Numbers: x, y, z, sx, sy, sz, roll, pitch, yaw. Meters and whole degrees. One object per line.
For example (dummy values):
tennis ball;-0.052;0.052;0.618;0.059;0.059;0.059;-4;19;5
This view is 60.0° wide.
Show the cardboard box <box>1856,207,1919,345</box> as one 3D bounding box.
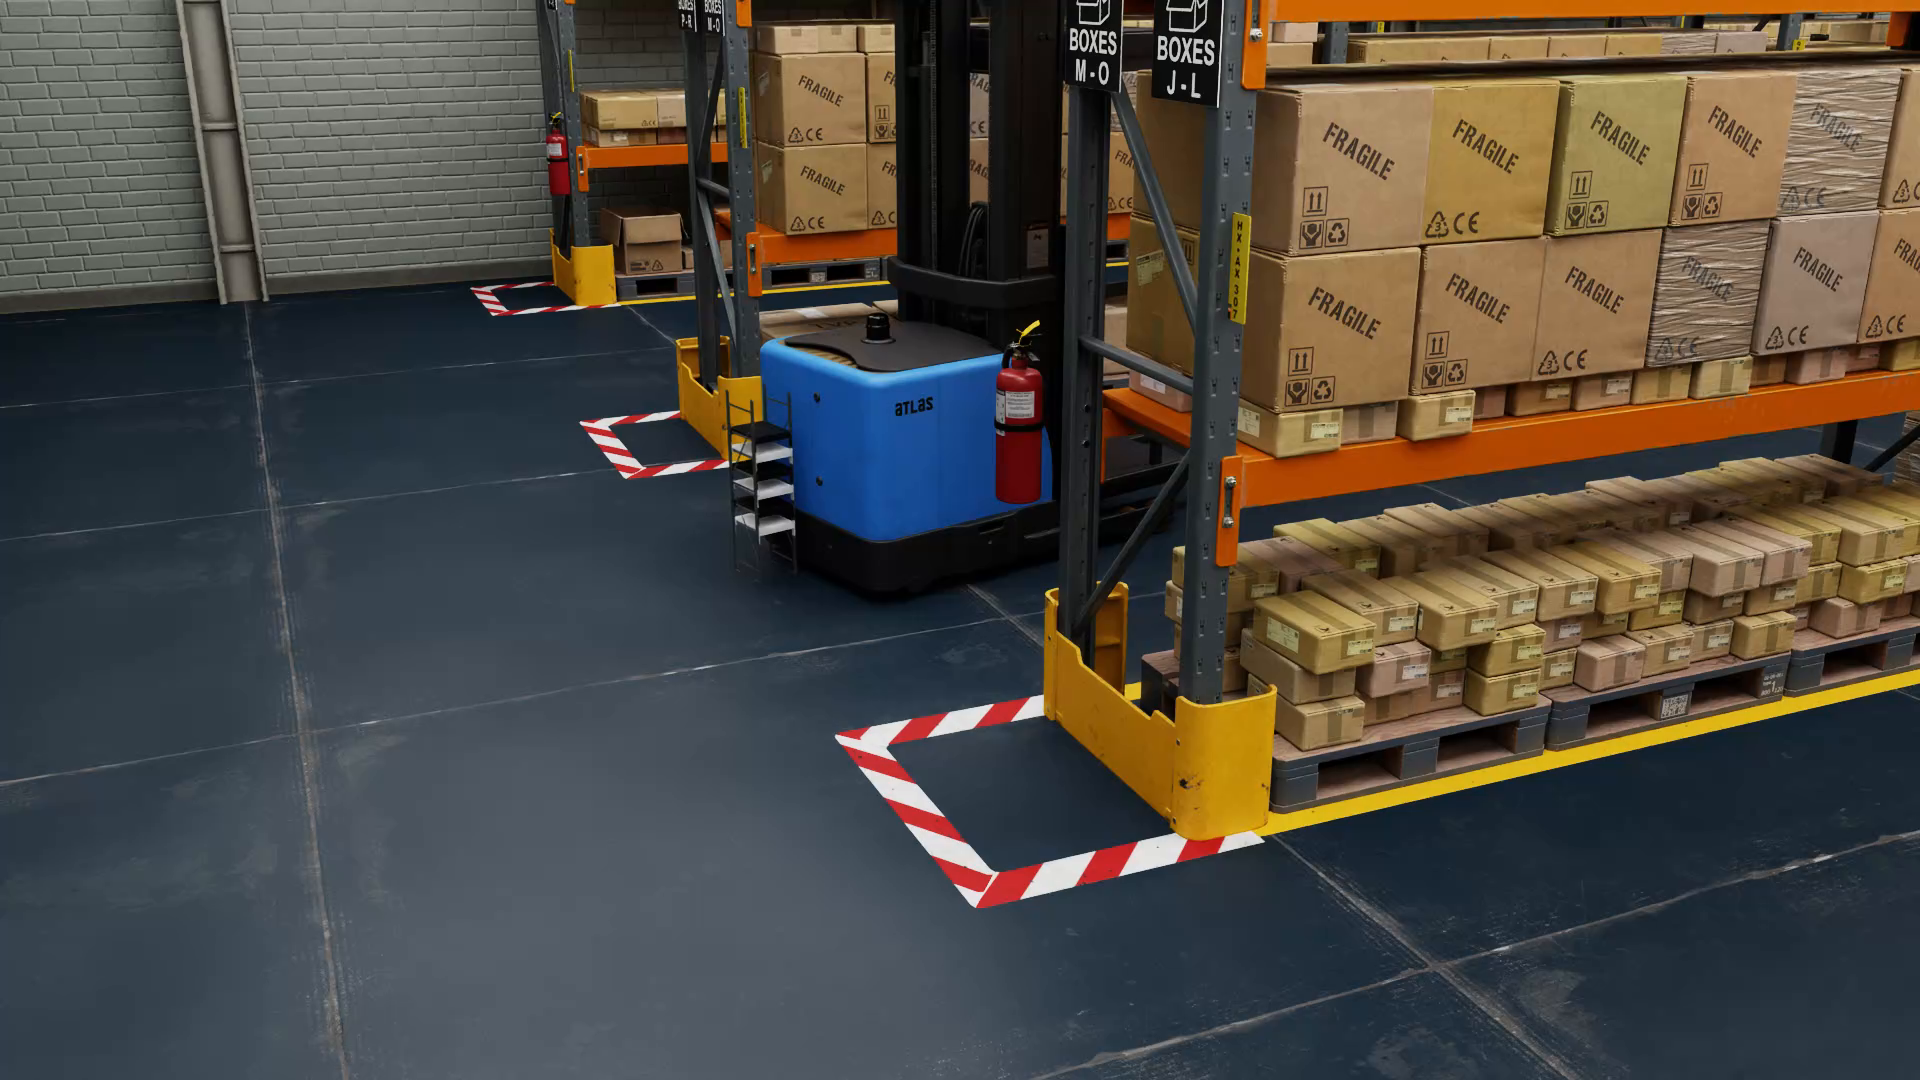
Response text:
cardboard box;3.492;-1.075;6.461;0.500;0.500;0.500;-9;21;-23

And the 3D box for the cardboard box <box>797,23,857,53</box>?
cardboard box;-0.777;-2.919;9.662;0.250;0.149;0.380;-8;21;-21

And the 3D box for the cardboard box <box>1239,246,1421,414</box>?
cardboard box;1.150;-0.742;5.513;0.500;0.500;0.500;-7;21;-19

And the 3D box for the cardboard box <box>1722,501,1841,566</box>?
cardboard box;3.364;-0.022;6.833;0.250;0.149;0.380;-7;21;-20

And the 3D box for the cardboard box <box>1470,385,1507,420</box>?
cardboard box;1.725;-0.545;5.930;0.250;0.149;0.380;-7;21;-19

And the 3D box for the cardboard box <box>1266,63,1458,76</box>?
cardboard box;1.416;-1.441;5.994;0.500;0.500;0.500;-9;21;-24

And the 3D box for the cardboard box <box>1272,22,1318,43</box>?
cardboard box;2.091;-3.289;10.714;0.250;0.149;0.380;-9;21;-23

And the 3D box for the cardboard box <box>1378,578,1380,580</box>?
cardboard box;1.764;0.198;6.656;0.250;0.149;0.380;-8;21;-23

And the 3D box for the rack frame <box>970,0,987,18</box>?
rack frame;0.279;-4.115;15.692;0.127;3.000;1.000;-8;21;-22

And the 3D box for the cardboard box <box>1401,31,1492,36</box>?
cardboard box;3.504;-3.387;11.969;0.500;0.500;0.500;-7;21;-20

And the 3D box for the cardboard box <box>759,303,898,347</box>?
cardboard box;-0.858;-1.182;10.589;0.875;0.438;0.875;-9;21;-24

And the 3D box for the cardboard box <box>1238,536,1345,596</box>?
cardboard box;1.268;0.124;6.417;0.250;0.149;0.380;-8;21;-21

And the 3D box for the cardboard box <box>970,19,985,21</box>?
cardboard box;-0.025;-3.193;10.442;0.250;0.149;0.380;-8;21;-21

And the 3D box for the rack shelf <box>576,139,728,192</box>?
rack shelf;-1.558;-3.512;15.065;4.000;0.370;1.077;-8;21;-22

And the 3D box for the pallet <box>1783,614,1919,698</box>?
pallet;3.699;0.309;7.327;1.213;0.211;1.003;-8;21;-22

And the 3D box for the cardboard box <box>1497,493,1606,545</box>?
cardboard box;2.458;-0.060;6.939;0.250;0.149;0.380;-8;21;-22

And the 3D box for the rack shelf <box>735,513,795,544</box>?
rack shelf;-0.945;-0.068;8.002;0.200;0.077;0.258;-15;24;-36

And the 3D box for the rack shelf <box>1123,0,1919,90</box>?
rack shelf;2.465;-1.918;6.019;4.000;0.370;1.077;-8;21;-22

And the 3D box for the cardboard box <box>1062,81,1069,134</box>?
cardboard box;0.528;-2.777;10.236;0.500;0.500;0.500;-8;21;-22

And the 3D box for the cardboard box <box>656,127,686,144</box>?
cardboard box;-2.541;-3.523;14.388;0.250;0.149;0.380;-8;21;-23

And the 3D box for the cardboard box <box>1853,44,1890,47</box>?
cardboard box;7.386;-3.645;13.126;0.500;0.500;0.500;-8;21;-21

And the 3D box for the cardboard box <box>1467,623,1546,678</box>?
cardboard box;1.954;0.358;6.202;0.250;0.149;0.380;-7;21;-20

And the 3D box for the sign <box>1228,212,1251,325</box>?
sign;0.844;-0.822;5.037;0.005;0.325;0.100;-8;21;-22

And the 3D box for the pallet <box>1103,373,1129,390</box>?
pallet;0.397;-1.048;11.182;1.213;0.211;1.003;-8;21;-22

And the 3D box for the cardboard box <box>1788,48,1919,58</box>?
cardboard box;3.791;-1.780;6.956;0.500;0.500;0.500;-8;21;-21

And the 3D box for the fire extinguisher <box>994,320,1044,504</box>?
fire extinguisher;0.215;-0.475;6.031;0.183;0.674;0.296;-8;21;-22

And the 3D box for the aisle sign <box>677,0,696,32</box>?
aisle sign;-1.614;-3.387;9.710;0.004;0.787;0.394;-8;21;-22

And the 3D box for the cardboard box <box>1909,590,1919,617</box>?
cardboard box;4.076;0.197;7.107;0.250;0.149;0.380;-8;21;-21

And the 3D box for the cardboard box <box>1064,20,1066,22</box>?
cardboard box;0.673;-3.103;10.186;0.250;0.149;0.380;-8;21;-22

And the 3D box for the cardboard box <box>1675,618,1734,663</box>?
cardboard box;2.860;0.347;6.681;0.250;0.149;0.380;-8;21;-21

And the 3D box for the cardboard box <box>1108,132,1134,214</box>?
cardboard box;0.997;-2.370;10.586;0.500;0.500;0.500;-8;21;-23

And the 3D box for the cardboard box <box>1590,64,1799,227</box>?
cardboard box;2.560;-1.415;5.919;0.500;0.500;0.500;-9;21;-24

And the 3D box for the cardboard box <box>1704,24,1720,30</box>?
cardboard box;8.232;-5.680;18.561;0.250;0.149;0.380;-8;21;-21

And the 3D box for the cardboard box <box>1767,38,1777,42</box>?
cardboard box;8.984;-5.603;18.792;0.250;0.149;0.380;-8;21;-22

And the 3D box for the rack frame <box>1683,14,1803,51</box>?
rack frame;5.921;-3.128;12.889;0.127;3.000;1.000;-8;21;-22

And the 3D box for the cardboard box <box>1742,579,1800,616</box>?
cardboard box;3.160;0.162;6.758;0.250;0.149;0.380;-8;21;-21

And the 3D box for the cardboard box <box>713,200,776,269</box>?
cardboard box;-1.995;-2.760;14.975;0.500;0.500;0.700;-7;21;-20

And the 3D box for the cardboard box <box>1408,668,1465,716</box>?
cardboard box;1.670;0.502;6.240;0.250;0.149;0.380;-8;21;-21

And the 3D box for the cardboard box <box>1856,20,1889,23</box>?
cardboard box;10.608;-5.991;19.445;0.250;0.149;0.380;-8;21;-21

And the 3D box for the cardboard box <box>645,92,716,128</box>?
cardboard box;-2.408;-3.702;14.298;0.500;0.250;0.500;-8;21;-21

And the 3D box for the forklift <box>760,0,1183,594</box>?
forklift;0.493;-1.510;8.398;3.031;2.935;1.130;-15;24;-35

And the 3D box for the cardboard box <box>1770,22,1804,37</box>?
cardboard box;9.408;-5.844;19.028;0.250;0.149;0.380;-8;21;-22

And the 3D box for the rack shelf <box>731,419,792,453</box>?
rack shelf;-0.945;-0.492;7.853;0.200;0.077;0.258;-15;24;-36

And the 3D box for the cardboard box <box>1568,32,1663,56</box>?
cardboard box;4.623;-3.366;11.908;0.500;0.500;0.500;-8;21;-22

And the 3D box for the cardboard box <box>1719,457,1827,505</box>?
cardboard box;3.627;-0.239;7.449;0.250;0.149;0.380;-7;21;-19

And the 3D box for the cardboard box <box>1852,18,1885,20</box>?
cardboard box;10.904;-6.208;20.062;0.250;0.149;0.380;-9;21;-23

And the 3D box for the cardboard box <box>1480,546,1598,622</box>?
cardboard box;2.185;0.163;6.307;0.250;0.149;0.380;-7;21;-20

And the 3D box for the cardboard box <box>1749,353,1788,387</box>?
cardboard box;2.931;-0.706;6.388;0.250;0.149;0.380;-8;21;-23

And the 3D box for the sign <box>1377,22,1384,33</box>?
sign;4.175;-4.986;16.541;0.005;0.325;0.100;-8;21;-22

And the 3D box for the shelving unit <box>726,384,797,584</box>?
shelving unit;-0.945;-0.269;7.932;0.210;0.900;0.258;-15;24;-36
